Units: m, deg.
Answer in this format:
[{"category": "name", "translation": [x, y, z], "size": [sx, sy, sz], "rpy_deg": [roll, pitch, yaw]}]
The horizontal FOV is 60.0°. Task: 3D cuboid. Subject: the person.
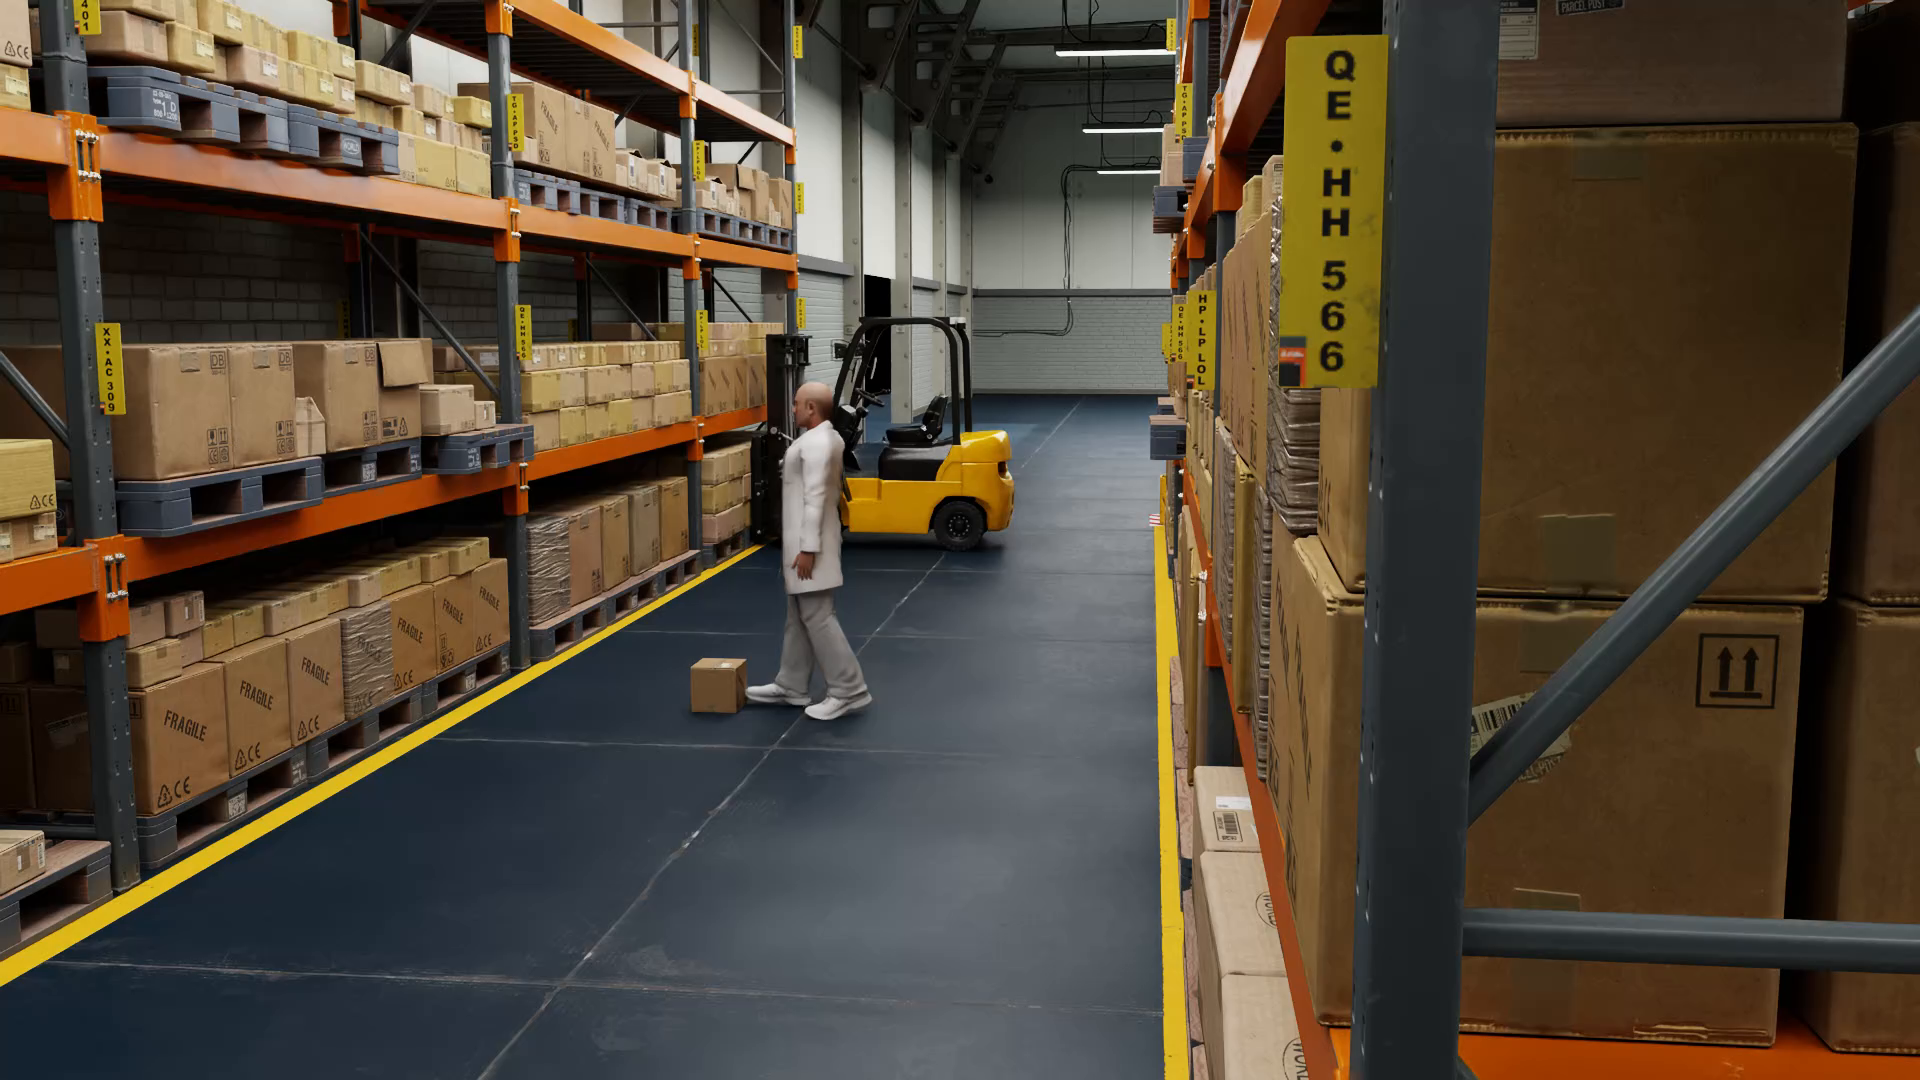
[{"category": "person", "translation": [-0.831, 0.097, 8.978], "size": [0.739, 1.693, 0.604], "rpy_deg": [1, 7, 7]}]
